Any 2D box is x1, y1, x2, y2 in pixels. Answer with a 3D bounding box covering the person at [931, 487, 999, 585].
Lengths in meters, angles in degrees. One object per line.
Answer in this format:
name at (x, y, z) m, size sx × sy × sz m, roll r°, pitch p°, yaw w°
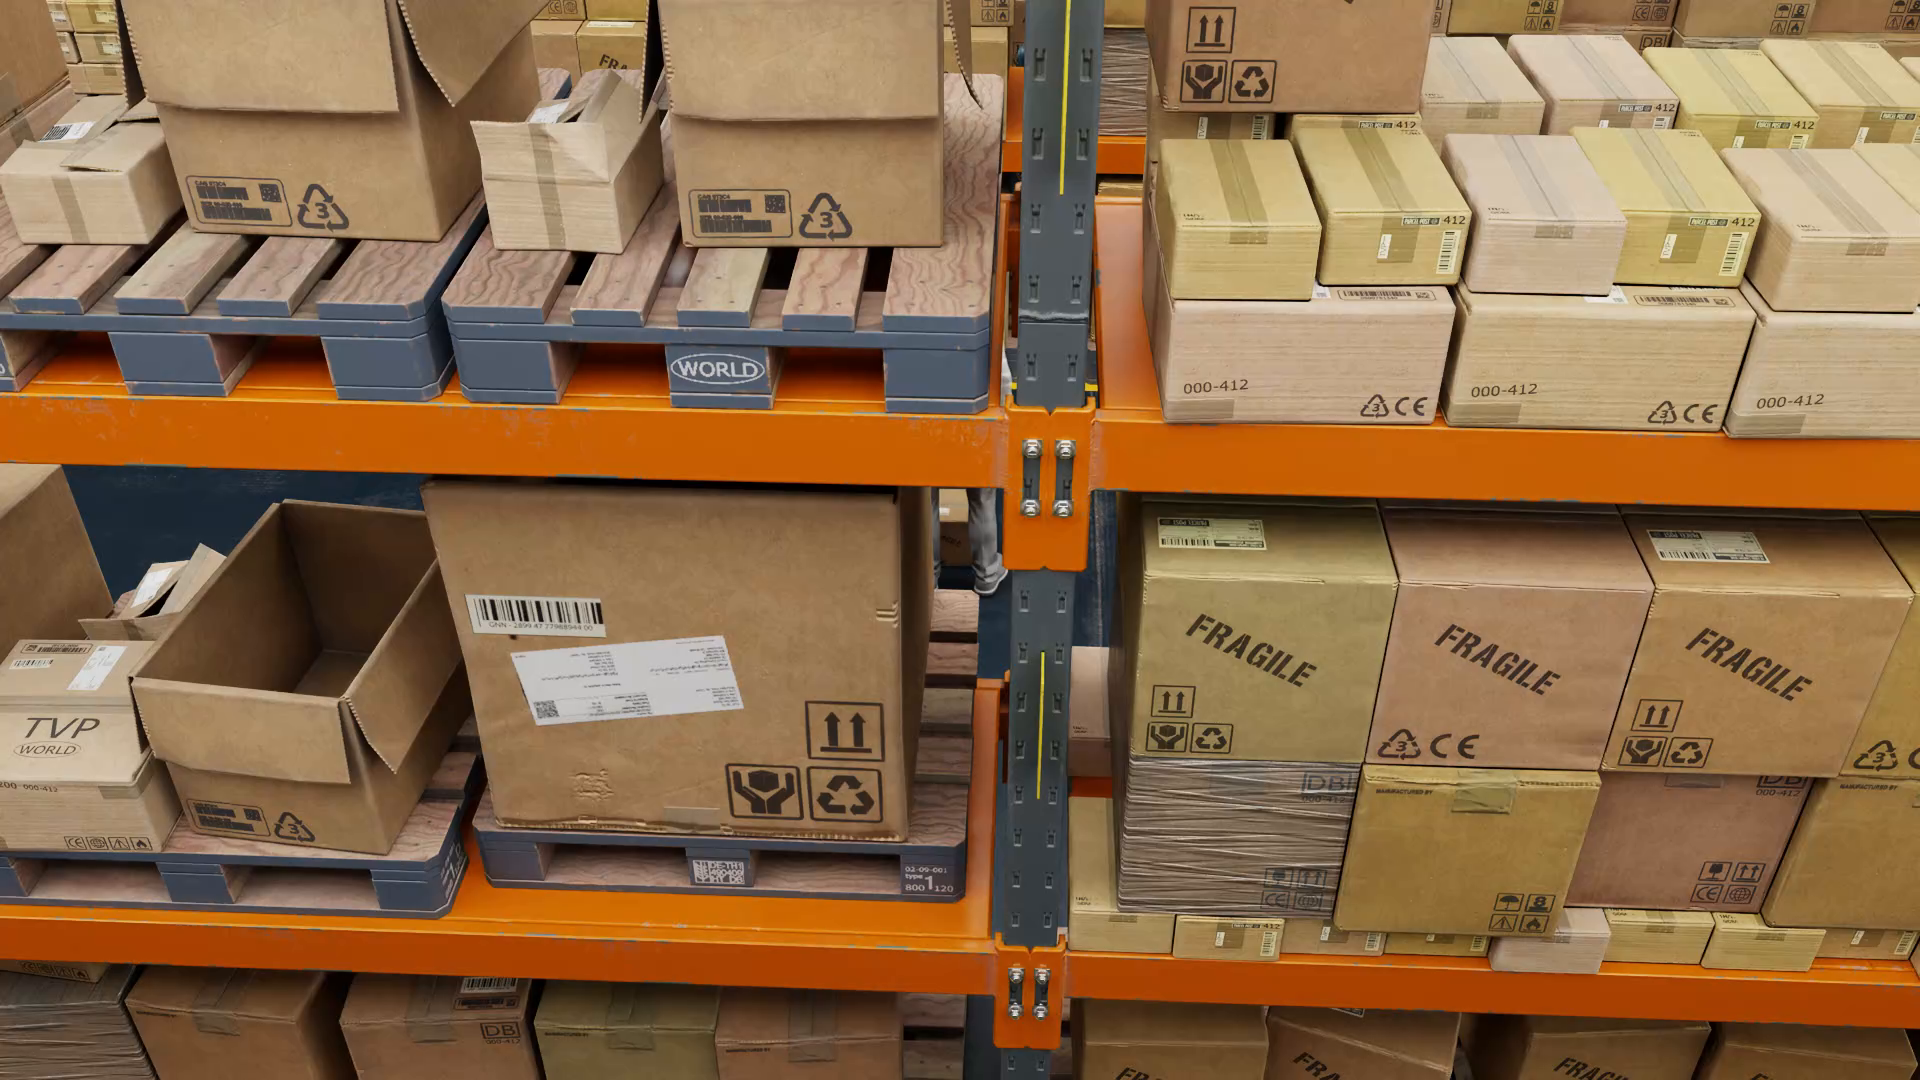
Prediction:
person at (-0.049, -0.517, 6.808) m, size 0.508 × 1.599 × 0.344 m, roll 0°, pitch 36°, yaw -1°
